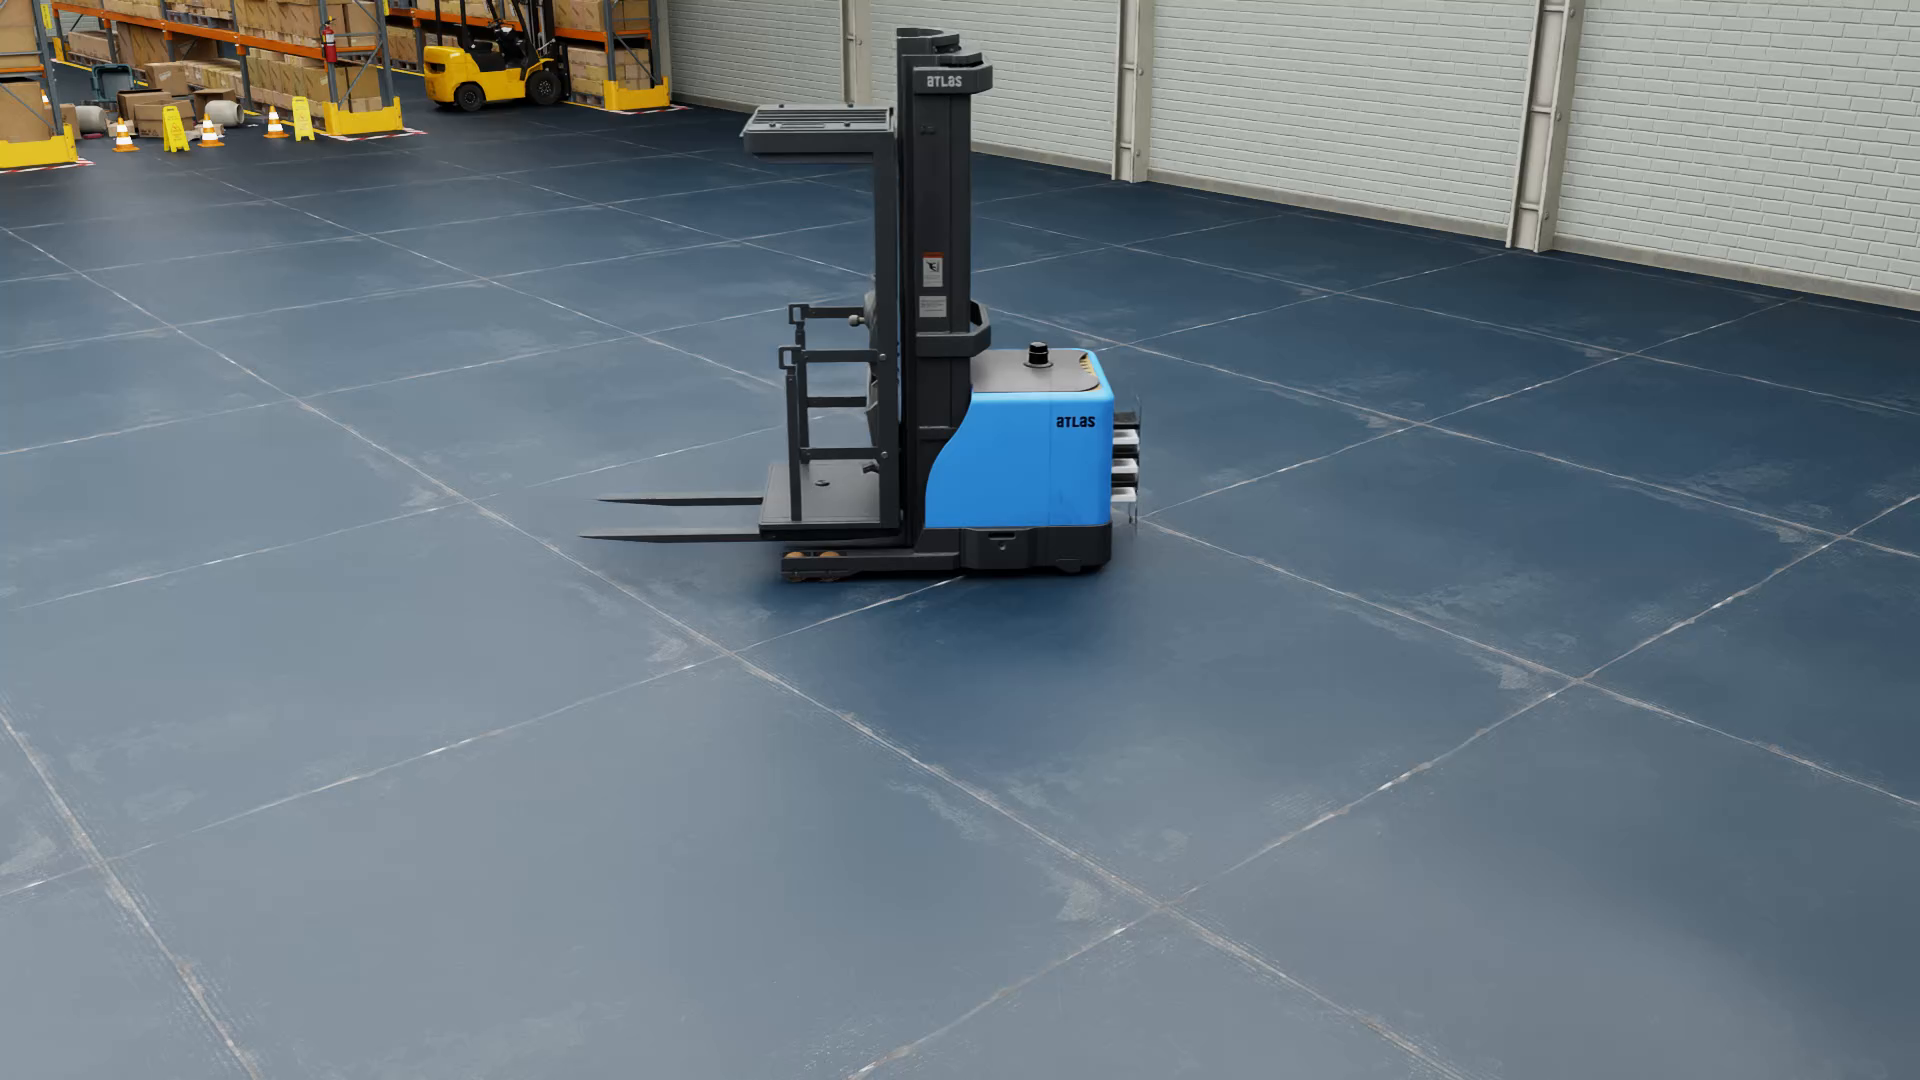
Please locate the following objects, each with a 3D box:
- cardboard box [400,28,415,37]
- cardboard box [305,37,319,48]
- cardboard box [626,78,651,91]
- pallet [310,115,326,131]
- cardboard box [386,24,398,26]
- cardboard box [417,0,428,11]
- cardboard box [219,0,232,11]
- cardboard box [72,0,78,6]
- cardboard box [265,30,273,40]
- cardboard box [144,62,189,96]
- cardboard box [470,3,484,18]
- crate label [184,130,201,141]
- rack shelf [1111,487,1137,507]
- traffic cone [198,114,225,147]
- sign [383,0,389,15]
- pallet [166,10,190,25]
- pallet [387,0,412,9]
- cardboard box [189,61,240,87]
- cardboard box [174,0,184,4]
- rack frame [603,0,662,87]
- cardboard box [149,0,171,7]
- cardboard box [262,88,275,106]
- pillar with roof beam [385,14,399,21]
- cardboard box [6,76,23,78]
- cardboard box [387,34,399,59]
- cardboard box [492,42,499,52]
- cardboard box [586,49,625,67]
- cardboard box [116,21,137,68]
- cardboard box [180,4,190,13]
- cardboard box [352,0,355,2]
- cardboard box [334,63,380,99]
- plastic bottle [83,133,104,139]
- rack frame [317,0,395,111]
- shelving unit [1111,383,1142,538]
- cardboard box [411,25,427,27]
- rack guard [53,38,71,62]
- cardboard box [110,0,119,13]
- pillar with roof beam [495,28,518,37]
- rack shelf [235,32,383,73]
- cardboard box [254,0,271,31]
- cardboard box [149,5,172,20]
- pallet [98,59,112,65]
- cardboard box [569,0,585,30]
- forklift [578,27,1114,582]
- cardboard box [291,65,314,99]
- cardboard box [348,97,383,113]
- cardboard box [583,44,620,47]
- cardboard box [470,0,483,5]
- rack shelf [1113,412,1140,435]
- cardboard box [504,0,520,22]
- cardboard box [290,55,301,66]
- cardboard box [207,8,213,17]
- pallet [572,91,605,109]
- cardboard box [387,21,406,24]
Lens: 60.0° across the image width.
[{"bbox_3d":[-11.717,-10.833,35.492,0.380,0.149,0.250,-19,28,-40],"label":"cardboard box"},{"bbox_3d":[-10.193,-7.942,26.492,0.380,0.149,0.250,-18,28,-38],"label":"cardboard box"},{"bbox_3d":[-5.952,-8.243,30.110,0.500,0.250,0.500,-17,27,-37],"label":"cardboard box"},{"bbox_3d":[-10.090,-6.918,27.357,1.003,0.211,1.213,-17,27,-37],"label":"pallet"},{"bbox_3d":[-12.482,-11.218,36.475,0.380,0.149,0.250,-17,27,-37],"label":"cardboard box"},{"bbox_3d":[-10.897,-11.105,34.429,0.500,0.250,0.500,-17,27,-37],"label":"cardboard box"},{"bbox_3d":[-12.624,-9.521,29.060,0.500,0.500,0.500,-18,28,-38],"label":"cardboard box"},{"bbox_3d":[-18.876,-11.816,35.903,0.500,0.500,0.500,-16,27,-36],"label":"cardboard box"},{"bbox_3d":[-11.358,-8.432,27.743,0.380,0.149,0.250,-17,27,-37],"label":"cardboard box"},{"bbox_3d":[-13.477,-7.824,28.237,0.500,0.500,0.500,-17,27,-37],"label":"cardboard box"},{"bbox_3d":[-9.250,-10.395,32.617,0.500,0.250,0.500,-18,27,-38],"label":"cardboard box"},{"bbox_3d":[-11.974,-6.286,25.844,0.298,0.136,0.250,7,23,18],"label":"crate label"},{"bbox_3d":[0.950,-0.273,10.031,0.200,0.077,0.258,-1,21,-2],"label":"rack shelf"},{"bbox_3d":[-11.414,-6.235,25.268,0.336,0.463,0.334,-17,27,-37],"label":"traffic cone"},{"bbox_3d":[-9.126,-8.495,26.373,0.100,0.325,0.005,-17,27,-37],"label":"sign"},{"bbox_3d":[-14.213,-9.912,31.441,1.213,0.211,1.003,-17,27,-37],"label":"pallet"},{"bbox_3d":[-11.497,-11.437,35.334,1.213,0.211,1.003,-17,27,-37],"label":"pallet"},{"bbox_3d":[-13.910,-8.784,31.326,0.950,0.372,0.625,-18,28,-38],"label":"cardboard box"},{"bbox_3d":[-14.295,-10.232,30.873,0.500,0.500,0.500,-16,26,-35],"label":"cardboard box"},{"bbox_3d":[-5.779,-9.145,29.220,1.000,3.000,0.127,-17,27,-37],"label":"rack frame"},{"bbox_3d":[-15.268,-10.409,31.967,0.500,0.250,0.500,-18,27,-38],"label":"cardboard box"},{"bbox_3d":[-11.611,-7.611,28.497,0.500,0.250,0.500,-16,26,-34],"label":"cardboard box"},{"bbox_3d":[-16.645,-14.636,35.013,9.100,9.000,0.400,-17,27,-37],"label":"pillar with roof beam"},{"bbox_3d":[-14.290,-6.377,24.489,0.875,0.875,0.875,-18,28,-38],"label":"cardboard box"},{"bbox_3d":[-12.102,-10.737,36.137,0.500,0.500,0.500,-16,27,-35],"label":"cardboard box"},{"bbox_3d":[-8.739,-9.482,32.759,0.875,0.625,0.625,-16,26,-35],"label":"cardboard box"},{"bbox_3d":[-6.316,-8.579,29.598,0.500,0.250,0.500,-16,27,-36],"label":"cardboard box"},{"bbox_3d":[-16.905,-10.332,34.588,0.875,0.875,0.875,-16,27,-36],"label":"cardboard box"},{"bbox_3d":[-14.221,-9.864,30.823,0.380,0.149,0.250,-17,27,-37],"label":"cardboard box"},{"bbox_3d":[-9.977,-8.487,26.994,0.500,0.500,0.500,-16,27,-36],"label":"cardboard box"},{"bbox_3d":[-9.870,-7.522,27.242,0.500,0.500,0.500,-19,28,-39],"label":"cardboard box"},{"bbox_3d":[-13.579,-6.334,26.073,0.133,0.061,0.283,12,24,27],"label":"plastic bottle"},{"bbox_3d":[-9.537,-7.963,26.201,1.000,3.000,0.127,-17,27,-37],"label":"rack frame"},{"bbox_3d":[0.950,-0.471,9.953,0.210,0.900,0.258,-1,21,-2],"label":"shelving unit"},{"bbox_3d":[-11.796,-11.195,36.415,0.380,0.149,0.250,-18,28,-39],"label":"cardboard box"},{"bbox_3d":[-19.997,-11.226,37.960,1.175,0.500,0.348,-17,27,-37],"label":"rack guard"},{"bbox_3d":[-16.944,-10.881,33.858,0.500,0.250,0.500,-18,28,-39],"label":"cardboard box"},{"bbox_3d":[-12.729,-12.978,30.781,9.100,9.000,0.400,-17,27,-37],"label":"pillar with roof beam"},{"bbox_3d":[-10.843,-8.180,27.743,1.077,0.370,4.000,-17,27,-37],"label":"rack shelf"},{"bbox_3d":[-11.409,-8.790,27.768,0.500,0.500,0.500,-18,28,-38],"label":"cardboard box"},{"bbox_3d":[-15.286,-10.181,32.070,0.500,0.250,0.500,-19,28,-39],"label":"cardboard box"},{"bbox_3d":[-17.807,-10.208,35.758,1.003,0.211,1.213,-17,27,-37],"label":"pallet"},{"bbox_3d":[-6.631,-9.411,29.761,0.500,0.500,0.500,-16,27,-36],"label":"cardboard box"},{"bbox_3d":[-0.667,-1.324,9.346,3.031,2.935,1.130,-1,21,-2],"label":"forklift"},{"bbox_3d":[-10.601,-7.530,27.261,0.500,0.500,0.500,-16,27,-36],"label":"cardboard box"},{"bbox_3d":[-9.854,-7.166,27.363,0.500,0.250,0.500,-18,28,-38],"label":"cardboard box"},{"bbox_3d":[-6.597,-8.982,30.626,0.500,0.250,0.500,-18,27,-38],"label":"cardboard box"},{"bbox_3d":[-9.246,-10.628,32.527,0.500,0.250,0.500,-18,28,-39],"label":"cardboard box"},{"bbox_3d":[0.950,-0.692,9.867,0.200,0.077,0.258,-1,21,-2],"label":"rack shelf"},{"bbox_3d":[-8.298,-10.112,31.552,0.500,0.500,0.500,-18,28,-39],"label":"cardboard box"},{"bbox_3d":[-10.710,-7.844,27.174,0.380,0.149,0.250,-17,27,-37],"label":"cardboard box"},{"bbox_3d":[-13.216,-9.432,29.721,0.380,0.149,0.250,-17,27,-37],"label":"cardboard box"},{"bbox_3d":[-6.310,-8.048,30.243,1.003,0.211,1.213,-17,27,-37],"label":"pallet"},{"bbox_3d":[-12.625,-11.560,37.348,0.380,0.149,0.250,-19,28,-40],"label":"cardboard box"}]
